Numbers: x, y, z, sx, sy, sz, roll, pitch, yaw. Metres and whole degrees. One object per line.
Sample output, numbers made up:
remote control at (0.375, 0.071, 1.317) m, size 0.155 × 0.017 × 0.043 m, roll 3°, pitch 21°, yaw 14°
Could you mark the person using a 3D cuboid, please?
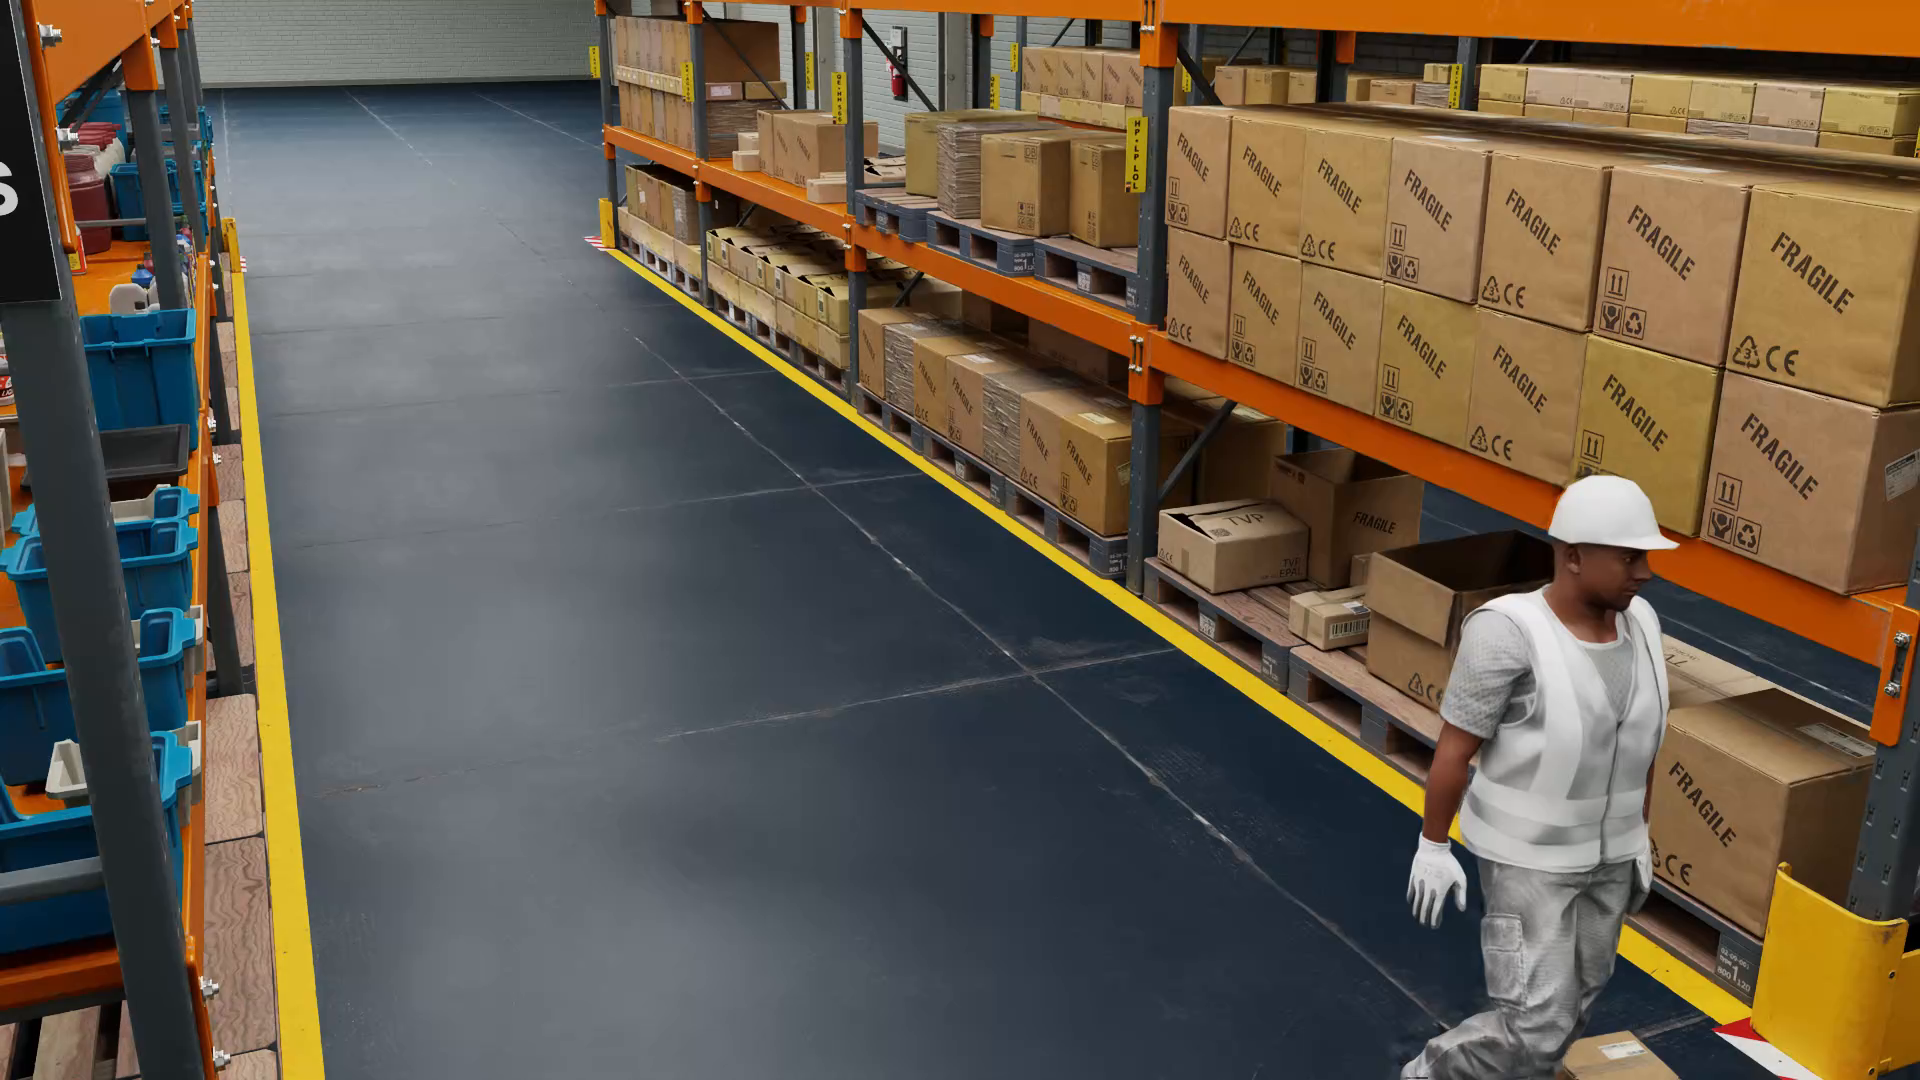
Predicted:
person at (1.364, 0.732, 3.796) m, size 0.623 × 1.773 × 0.460 m, roll -8°, pitch 20°, yaw -22°
